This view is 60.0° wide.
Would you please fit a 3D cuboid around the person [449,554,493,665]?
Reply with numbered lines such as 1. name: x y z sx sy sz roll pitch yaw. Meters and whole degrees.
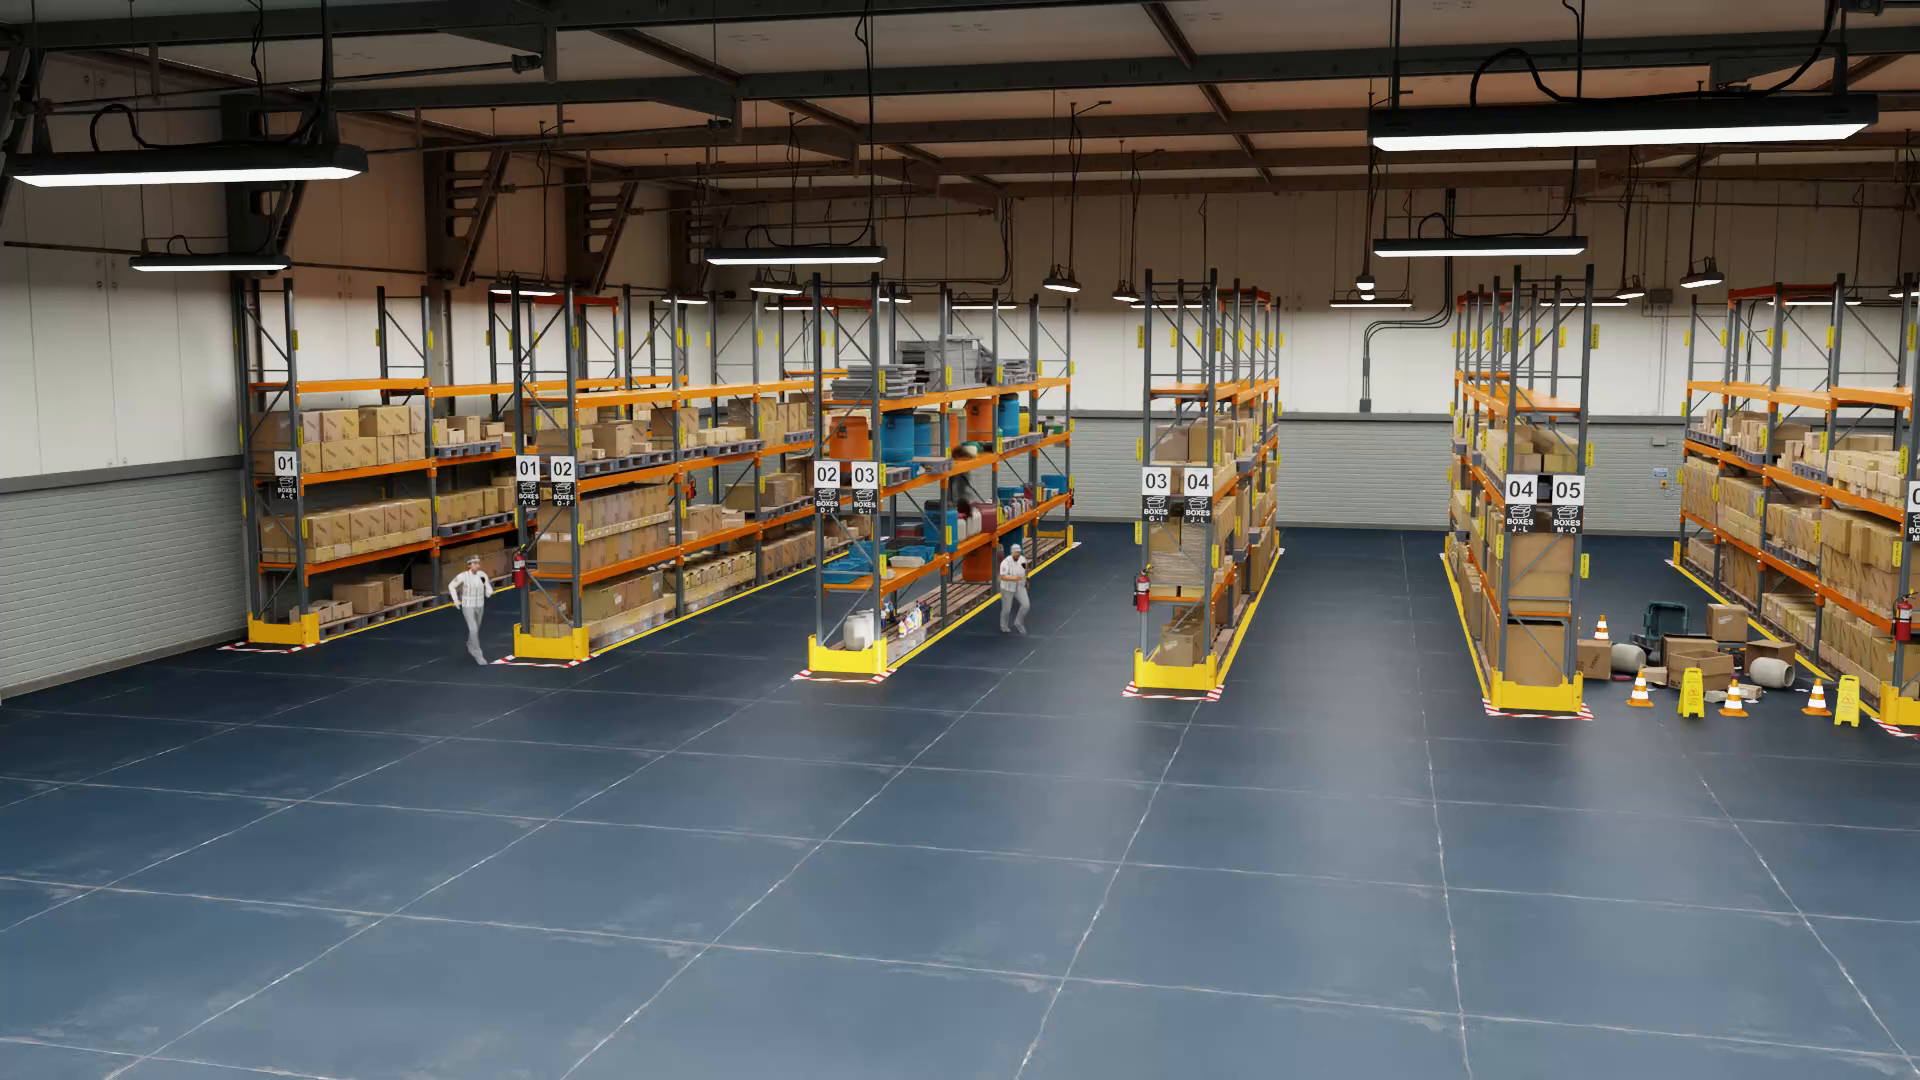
1. person: -7.596 1.050 25.904 0.631 1.687 0.949 -6 9 -39

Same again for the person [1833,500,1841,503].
1. person: 18.593 -0.017 35.215 0.587 1.641 0.646 -3 7 -22

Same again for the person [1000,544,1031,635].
1. person: 0.925 0.833 28.274 0.605 1.578 0.905 -2 7 -18
